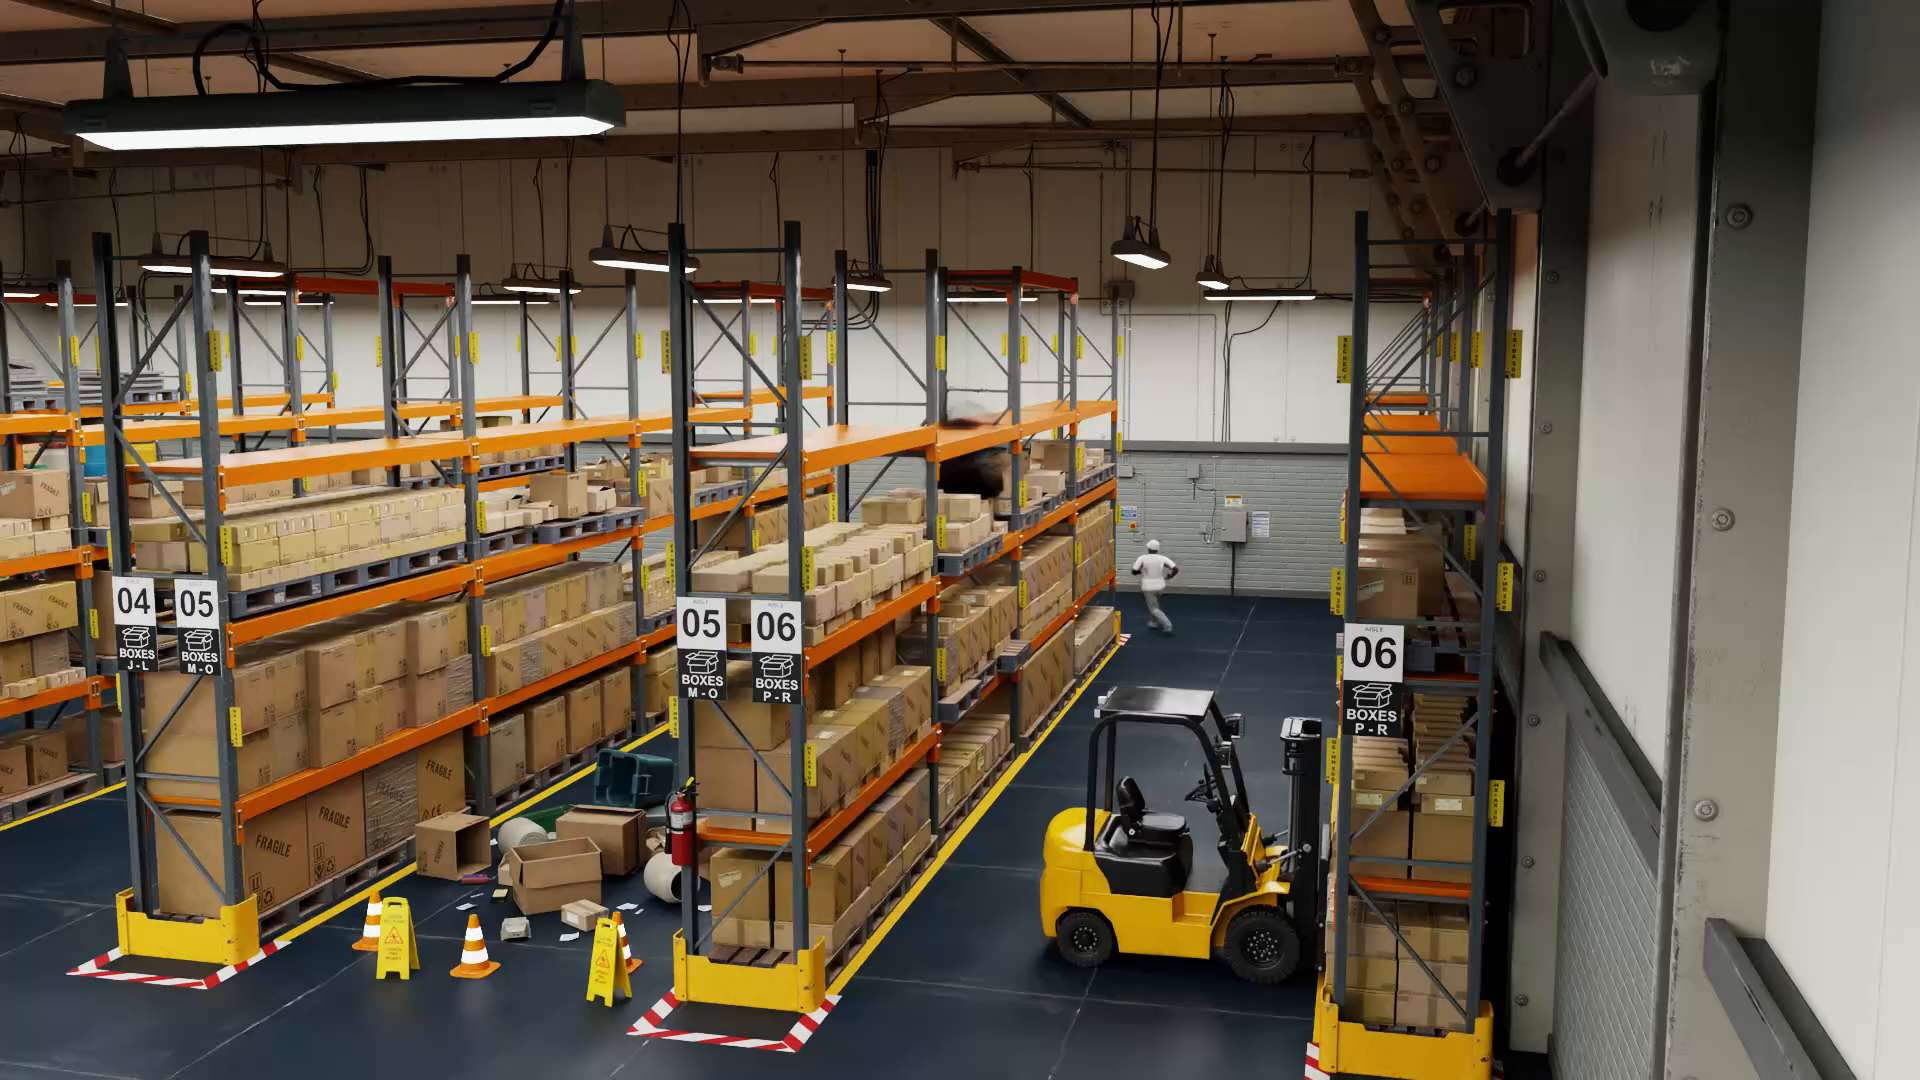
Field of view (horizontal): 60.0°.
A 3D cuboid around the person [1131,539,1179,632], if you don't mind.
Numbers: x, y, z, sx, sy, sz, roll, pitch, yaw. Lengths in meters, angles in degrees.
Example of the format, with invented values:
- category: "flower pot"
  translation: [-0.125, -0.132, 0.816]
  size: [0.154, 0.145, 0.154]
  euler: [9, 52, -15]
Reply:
- category: "person"
  translation: [3.335, 0.791, 29.144]
  size: [0.727, 1.636, 1.123]
  euler: [-3, 8, -22]
